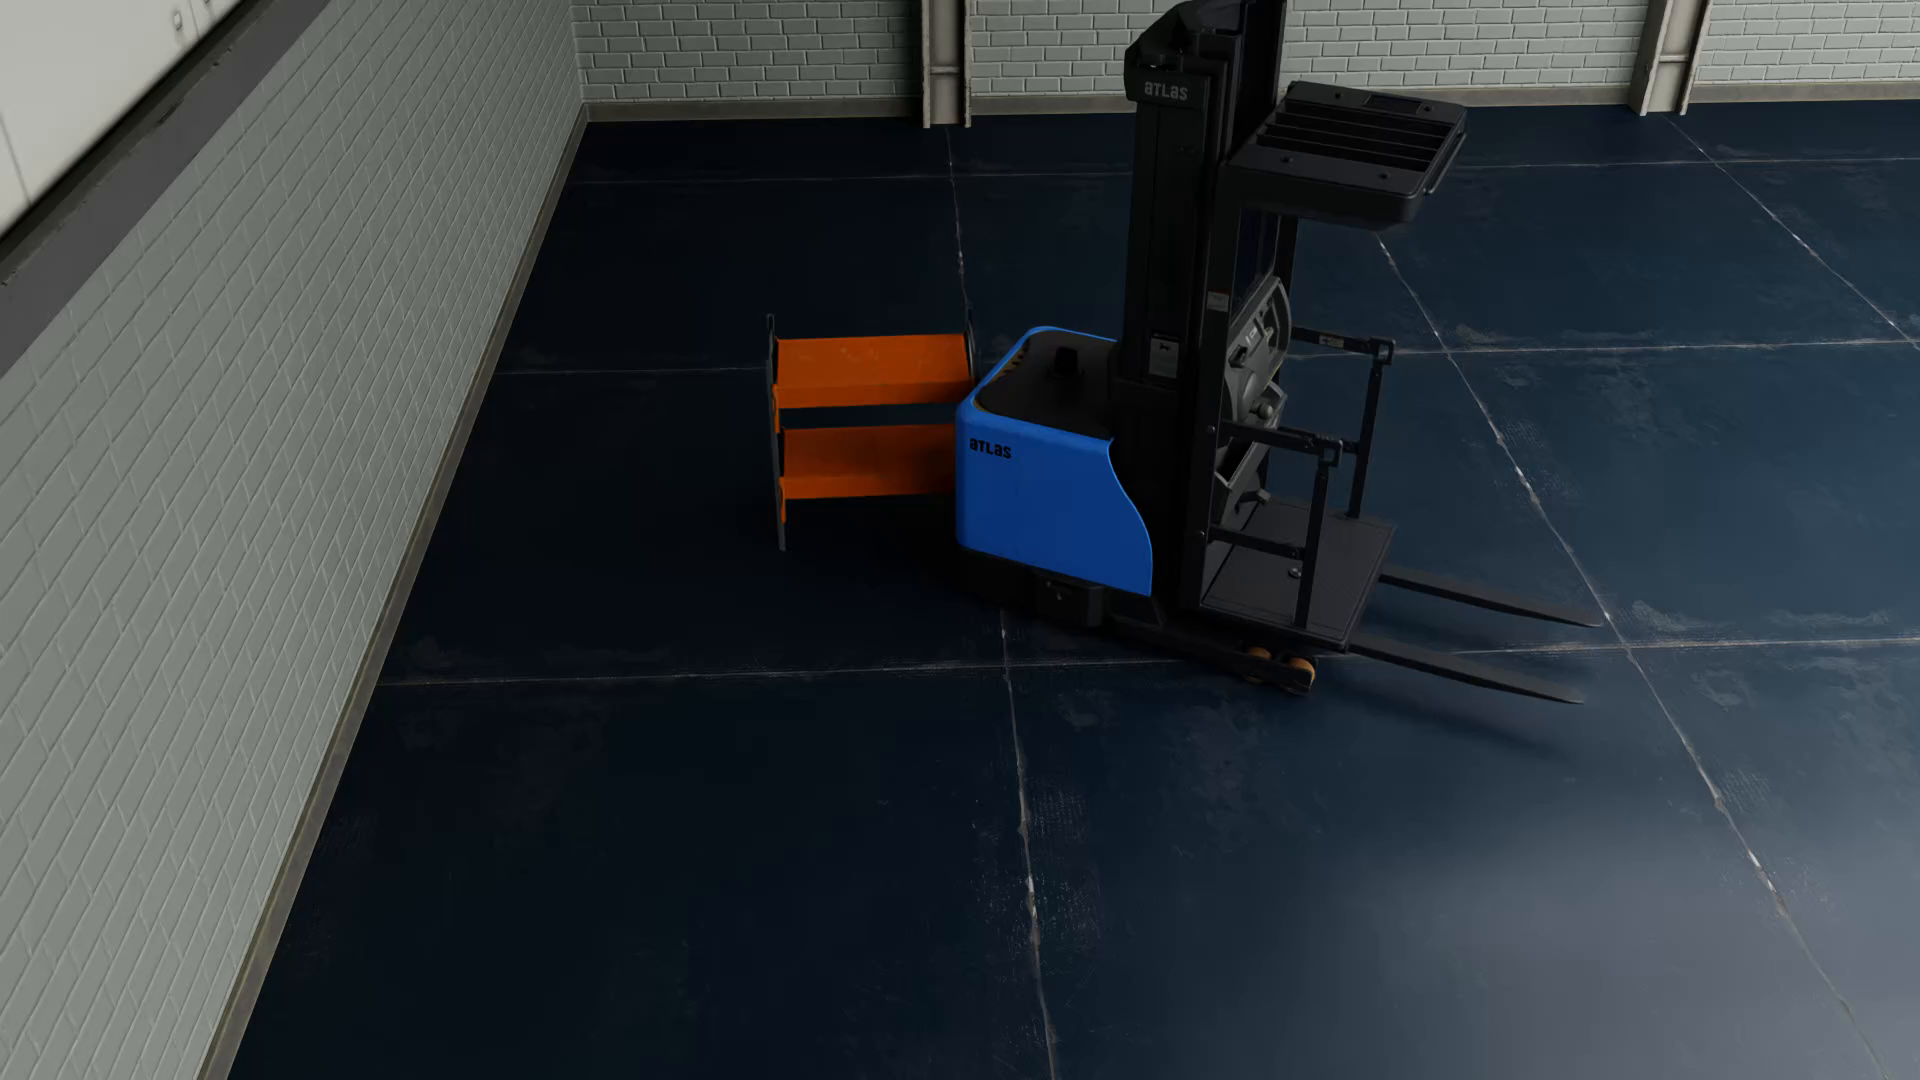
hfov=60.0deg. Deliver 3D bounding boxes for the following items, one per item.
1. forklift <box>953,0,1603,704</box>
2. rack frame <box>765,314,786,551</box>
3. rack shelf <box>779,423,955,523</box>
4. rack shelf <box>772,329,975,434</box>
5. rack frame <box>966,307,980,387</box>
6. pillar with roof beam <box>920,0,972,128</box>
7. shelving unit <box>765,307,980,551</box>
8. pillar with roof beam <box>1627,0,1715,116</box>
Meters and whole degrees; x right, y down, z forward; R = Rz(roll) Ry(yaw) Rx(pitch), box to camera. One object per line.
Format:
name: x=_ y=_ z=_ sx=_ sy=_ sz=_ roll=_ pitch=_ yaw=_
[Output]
forklift: x=1.523 y=-0.835 z=7.417 sx=3.031 sy=2.935 sz=1.130 roll=15 pitch=37 yaw=20
rack frame: x=-0.949 y=-0.549 z=8.592 sx=0.032 sy=1.125 sz=0.500 roll=-2 pitch=35 yaw=-4
rack shelf: x=-0.442 y=-0.370 z=8.762 sx=1.000 sy=0.278 sz=0.538 roll=-2 pitch=35 yaw=-4
rack shelf: x=-0.442 y=-0.812 z=8.456 sx=1.000 sy=0.278 sz=0.538 roll=-2 pitch=35 yaw=-4
rack frame: x=0.065 y=-0.592 z=8.654 sx=0.032 sy=1.125 sz=0.500 roll=-2 pitch=35 yaw=-4
pillar with roof beam: x=0.089 y=-4.737 z=7.724 sx=0.400 sy=9.000 sz=9.100 roll=-2 pitch=35 yaw=-2
shelving unit: x=-0.442 y=-0.571 z=8.623 sx=1.048 sy=1.125 sz=0.538 roll=-2 pitch=35 yaw=-4
pillar with roof beam: x=6.082 y=-4.899 z=7.957 sx=0.400 sy=9.000 sz=9.100 roll=-2 pitch=35 yaw=-2
